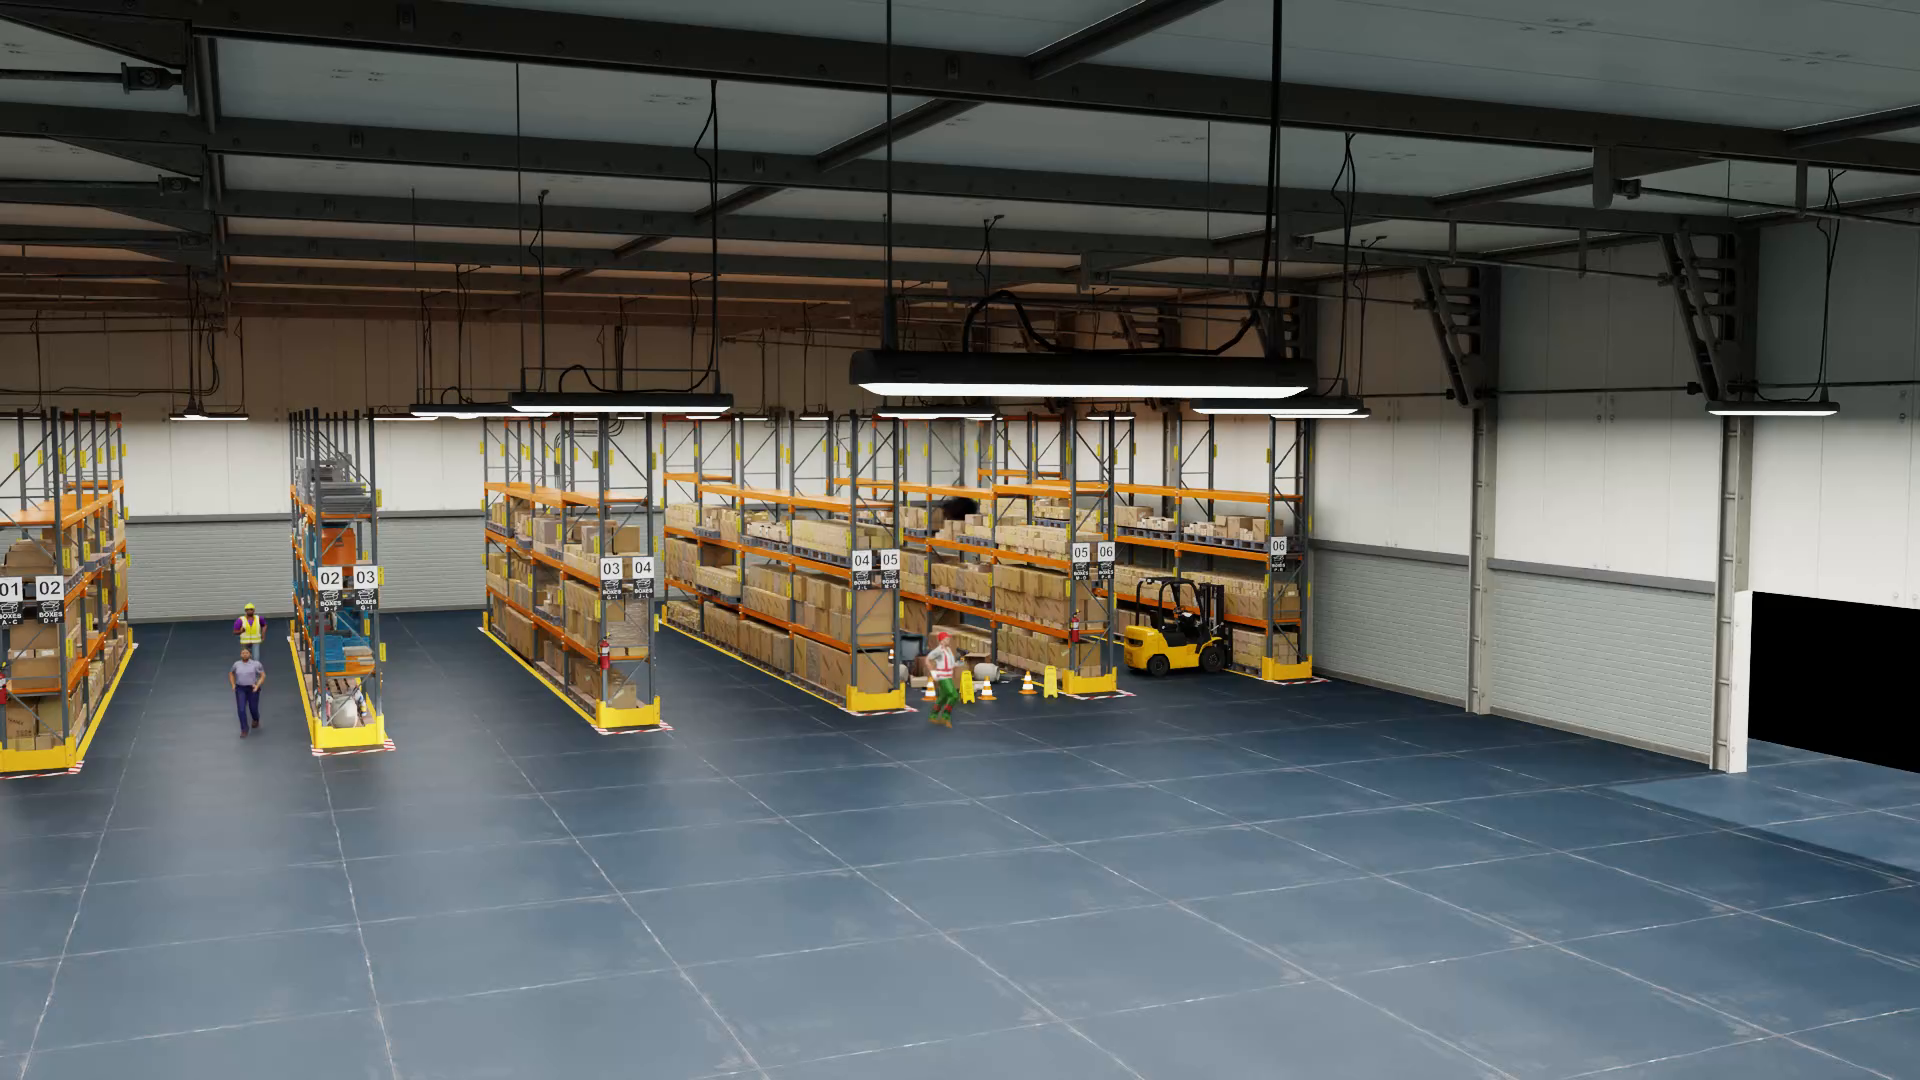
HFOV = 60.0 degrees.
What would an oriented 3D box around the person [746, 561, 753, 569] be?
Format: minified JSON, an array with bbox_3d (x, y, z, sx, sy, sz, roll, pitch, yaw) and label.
[{"bbox_3d":[-6.050,1.492,48.166,0.729,1.737,0.627,-3,5,-36],"label":"person"}]

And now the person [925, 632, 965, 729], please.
[{"bbox_3d":[-0.274,2.640,31.284,0.747,1.827,0.646,1,4,20],"label":"person"}]

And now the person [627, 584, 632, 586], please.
[{"bbox_3d":[-9.430,1.521,46.697,0.675,1.768,0.719,0,4,-1],"label":"person"}]

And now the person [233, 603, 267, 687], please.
[{"bbox_3d":[-15.462,2.283,36.246,0.682,1.808,0.807,-2,4,-24],"label":"person"}]

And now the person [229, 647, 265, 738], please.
[{"bbox_3d":[-13.100,2.877,30.575,0.634,1.442,0.732,-1,4,-15],"label":"person"}]
